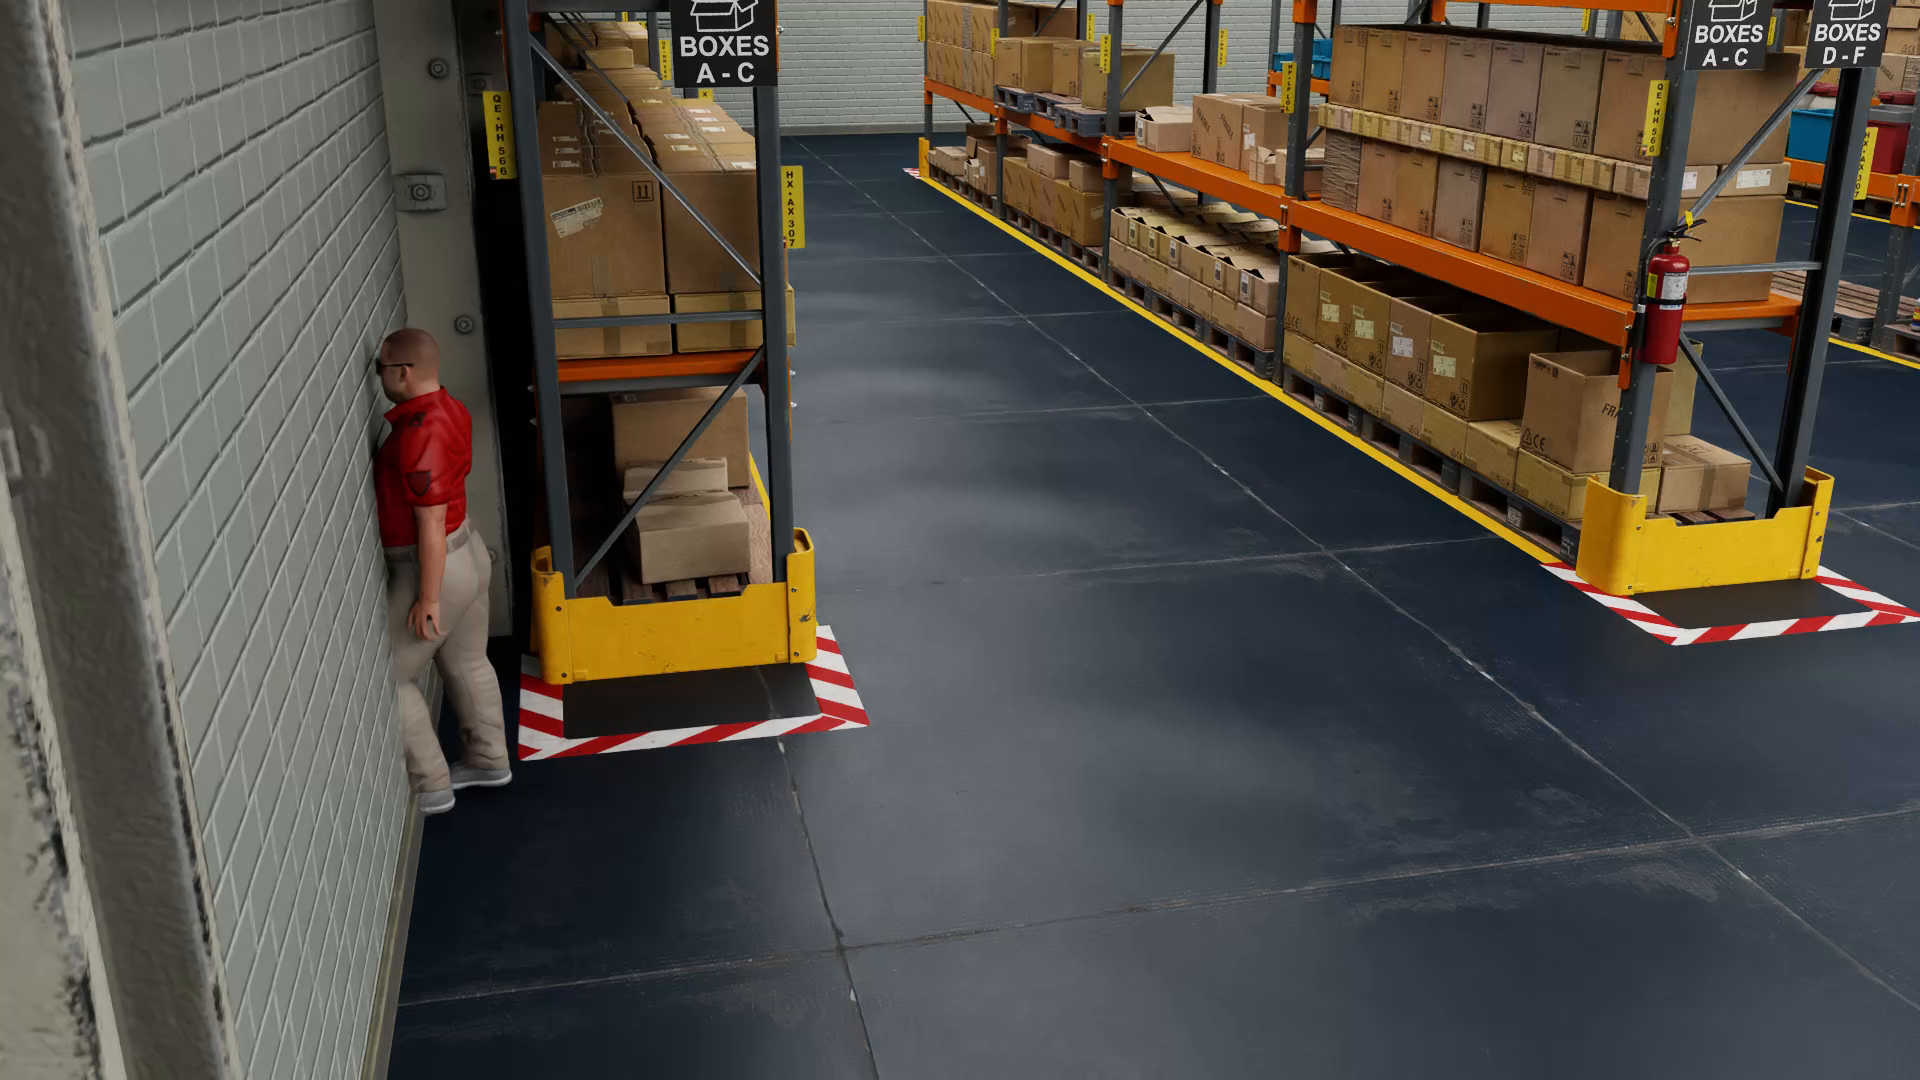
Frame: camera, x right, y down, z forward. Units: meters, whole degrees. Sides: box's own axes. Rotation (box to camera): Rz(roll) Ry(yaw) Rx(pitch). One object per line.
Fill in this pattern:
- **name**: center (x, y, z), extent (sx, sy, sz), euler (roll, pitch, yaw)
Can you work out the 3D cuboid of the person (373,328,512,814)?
- **person**: center (-1.874, 0.128, 5.713), extent (0.478, 1.727, 0.542), euler (-1, 20, -4)
